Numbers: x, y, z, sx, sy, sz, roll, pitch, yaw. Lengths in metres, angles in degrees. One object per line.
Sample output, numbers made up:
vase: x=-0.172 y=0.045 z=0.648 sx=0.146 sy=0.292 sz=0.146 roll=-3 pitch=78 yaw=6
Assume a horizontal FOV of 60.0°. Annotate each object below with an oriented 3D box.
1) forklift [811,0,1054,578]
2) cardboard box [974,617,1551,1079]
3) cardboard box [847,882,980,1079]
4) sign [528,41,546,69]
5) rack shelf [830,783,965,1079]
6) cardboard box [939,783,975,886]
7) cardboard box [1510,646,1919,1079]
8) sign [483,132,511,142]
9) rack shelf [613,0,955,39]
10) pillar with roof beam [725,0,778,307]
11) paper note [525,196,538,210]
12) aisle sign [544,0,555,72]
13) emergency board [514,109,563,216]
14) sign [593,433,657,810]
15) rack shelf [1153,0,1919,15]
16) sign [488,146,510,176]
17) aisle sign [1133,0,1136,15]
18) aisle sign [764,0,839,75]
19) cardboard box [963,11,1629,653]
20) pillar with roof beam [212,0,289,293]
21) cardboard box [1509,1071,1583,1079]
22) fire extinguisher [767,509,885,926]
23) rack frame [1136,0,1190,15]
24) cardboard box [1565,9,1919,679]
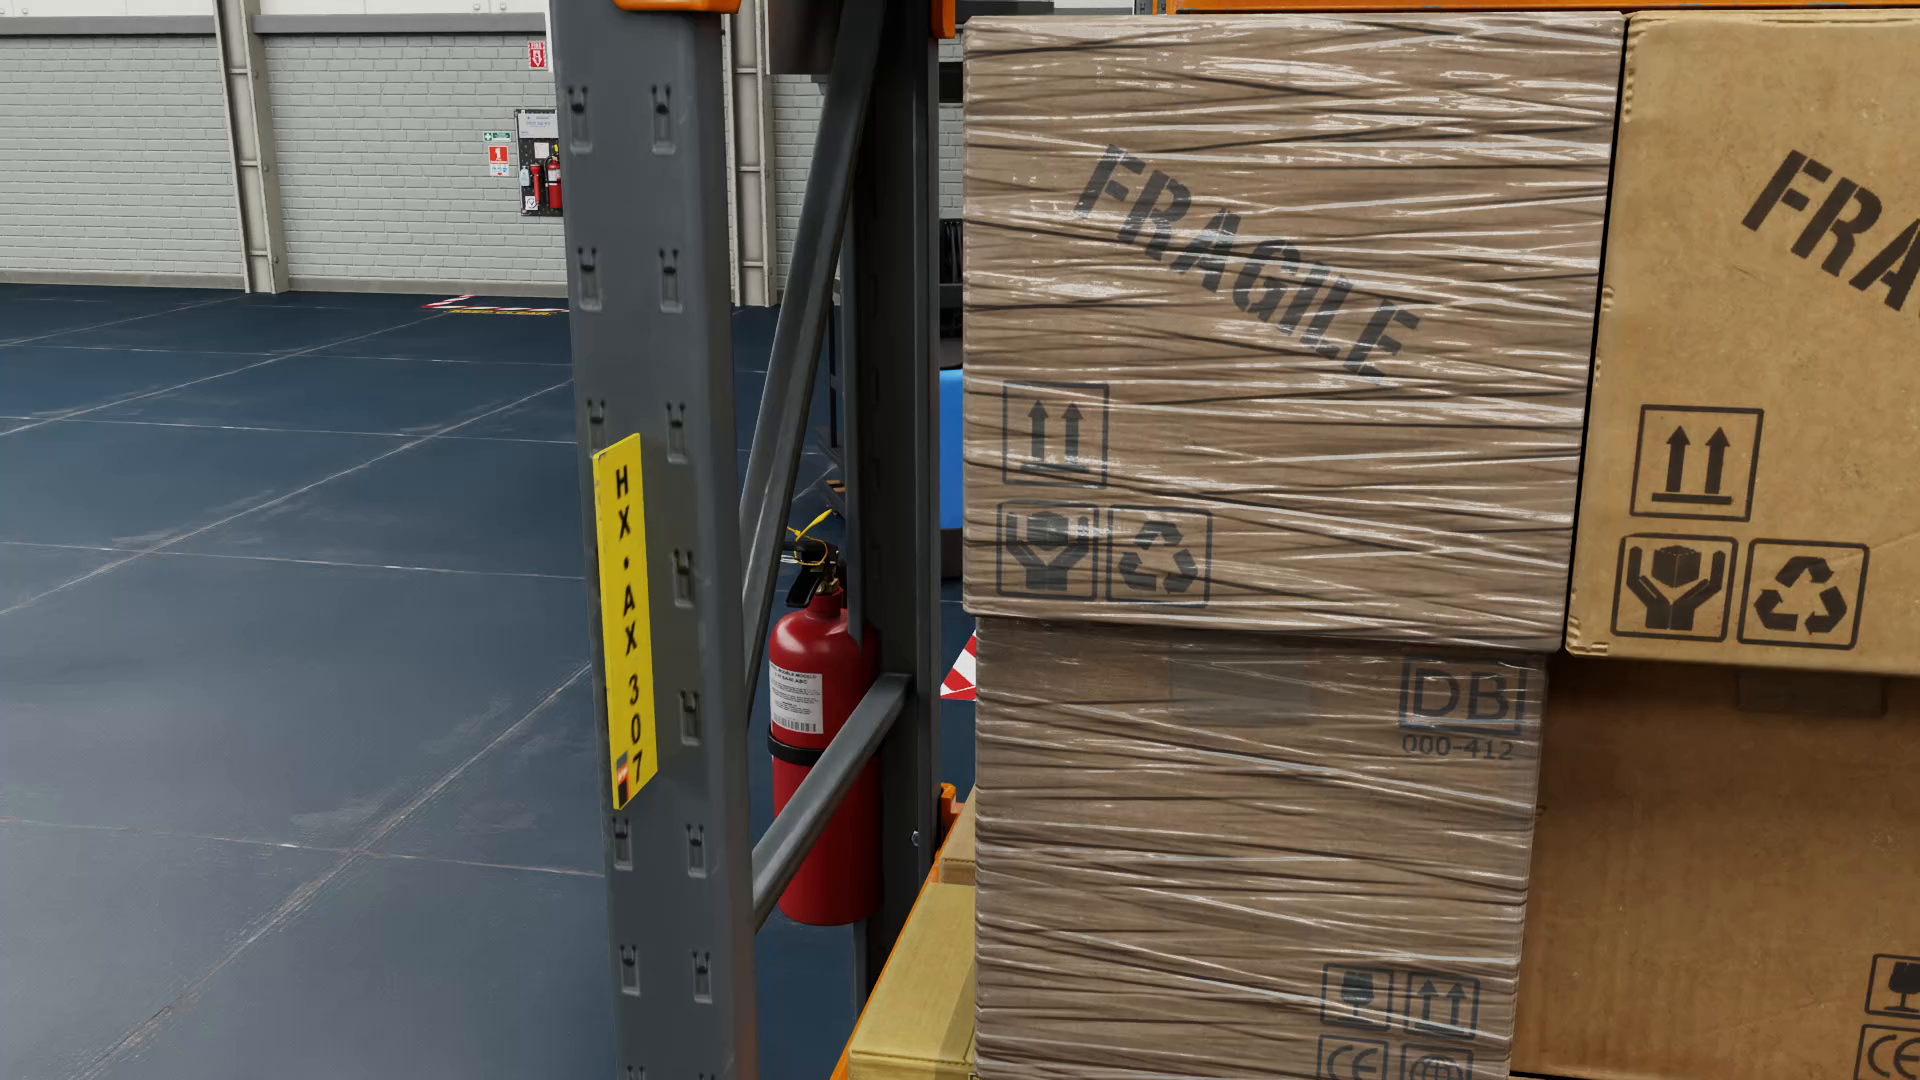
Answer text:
forklift: x=-0.182 y=-1.574 z=9.183 sx=1.130 sy=2.935 sz=3.031 roll=-5 pitch=16 yaw=-16
cardboard box: x=0.345 y=0.193 z=1.932 sx=0.500 sy=0.500 sz=0.875 roll=3 pitch=16 yaw=11
cardboard box: x=0.043 y=0.547 z=1.870 sx=0.250 sy=0.149 sz=0.380 roll=3 pitch=16 yaw=11
sign: x=-4.651 y=-5.333 z=18.281 sx=0.199 sy=0.298 sz=0.001 roll=3 pitch=16 yaw=11
rack shelf: x=1.771 y=0.801 z=1.828 sx=4.000 sy=0.370 sz=1.077 roll=3 pitch=16 yaw=11
cardboard box: x=0.132 y=0.430 z=2.290 sx=0.250 sy=0.149 sz=0.380 roll=3 pitch=16 yaw=11
cardboard box: x=0.859 y=0.188 z=1.949 sx=0.500 sy=0.500 sz=0.875 roll=3 pitch=16 yaw=11
sign: x=-5.182 y=-4.515 z=18.614 sx=0.331 sy=0.109 sz=0.001 roll=3 pitch=16 yaw=11
rack shelf: x=1.771 y=-0.644 z=1.428 sx=4.000 sy=0.370 sz=1.077 roll=3 pitch=16 yaw=11
pillar with roof beam: x=-3.107 y=-5.812 z=13.118 sx=0.400 sy=9.000 sz=9.100 roll=3 pitch=16 yaw=11
paper note: x=-4.823 y=-3.792 z=18.712 sx=0.142 sy=0.148 sz=0.016 roll=3 pitch=16 yaw=11
aisle sign: x=-0.309 y=-0.830 z=1.498 sx=0.004 sy=0.787 sz=0.394 roll=3 pitch=16 yaw=11
emergency board: x=-4.663 y=-4.189 z=18.495 sx=0.643 sy=1.169 sz=0.194 roll=3 pitch=16 yaw=11
sign: x=-0.297 y=0.073 z=1.488 sx=0.005 sy=0.325 sz=0.100 roll=3 pitch=16 yaw=11
rack shelf: x=2.758 y=-1.940 z=6.105 sx=4.000 sy=0.370 sz=1.077 roll=3 pitch=16 yaw=11
sign: x=-5.184 y=-4.263 z=18.694 sx=0.234 sy=0.329 sz=0.001 roll=3 pitch=16 yaw=11
aisle sign: x=0.669 y=-2.128 z=6.184 sx=0.004 sy=0.787 sz=0.394 roll=3 pitch=16 yaw=11
aisle sign: x=-0.190 y=-0.987 z=2.065 sx=0.004 sy=0.787 sz=0.394 roll=3 pitch=16 yaw=11
cardboard box: x=0.296 y=-0.225 z=1.567 sx=0.500 sy=0.500 sz=0.500 roll=3 pitch=16 yaw=11
pillar with roof beam: x=-8.986 y=-6.132 z=14.271 sx=0.400 sy=9.000 sz=9.100 roll=3 pitch=16 yaw=11
cardboard box: x=0.526 y=0.582 z=1.742 sx=0.250 sy=0.149 sz=0.380 roll=3 pitch=16 yaw=11
fire extinguisher: x=-0.209 y=0.259 z=2.584 sx=0.183 sy=0.674 sz=0.296 roll=3 pitch=16 yaw=11
rack frame: x=0.798 y=-0.948 z=6.794 sx=0.127 sy=3.000 sz=1.000 roll=3 pitch=16 yaw=11
cardboard box: x=0.784 y=-0.196 z=1.464 sx=0.500 sy=0.500 sz=0.500 roll=3 pitch=16 yaw=11
